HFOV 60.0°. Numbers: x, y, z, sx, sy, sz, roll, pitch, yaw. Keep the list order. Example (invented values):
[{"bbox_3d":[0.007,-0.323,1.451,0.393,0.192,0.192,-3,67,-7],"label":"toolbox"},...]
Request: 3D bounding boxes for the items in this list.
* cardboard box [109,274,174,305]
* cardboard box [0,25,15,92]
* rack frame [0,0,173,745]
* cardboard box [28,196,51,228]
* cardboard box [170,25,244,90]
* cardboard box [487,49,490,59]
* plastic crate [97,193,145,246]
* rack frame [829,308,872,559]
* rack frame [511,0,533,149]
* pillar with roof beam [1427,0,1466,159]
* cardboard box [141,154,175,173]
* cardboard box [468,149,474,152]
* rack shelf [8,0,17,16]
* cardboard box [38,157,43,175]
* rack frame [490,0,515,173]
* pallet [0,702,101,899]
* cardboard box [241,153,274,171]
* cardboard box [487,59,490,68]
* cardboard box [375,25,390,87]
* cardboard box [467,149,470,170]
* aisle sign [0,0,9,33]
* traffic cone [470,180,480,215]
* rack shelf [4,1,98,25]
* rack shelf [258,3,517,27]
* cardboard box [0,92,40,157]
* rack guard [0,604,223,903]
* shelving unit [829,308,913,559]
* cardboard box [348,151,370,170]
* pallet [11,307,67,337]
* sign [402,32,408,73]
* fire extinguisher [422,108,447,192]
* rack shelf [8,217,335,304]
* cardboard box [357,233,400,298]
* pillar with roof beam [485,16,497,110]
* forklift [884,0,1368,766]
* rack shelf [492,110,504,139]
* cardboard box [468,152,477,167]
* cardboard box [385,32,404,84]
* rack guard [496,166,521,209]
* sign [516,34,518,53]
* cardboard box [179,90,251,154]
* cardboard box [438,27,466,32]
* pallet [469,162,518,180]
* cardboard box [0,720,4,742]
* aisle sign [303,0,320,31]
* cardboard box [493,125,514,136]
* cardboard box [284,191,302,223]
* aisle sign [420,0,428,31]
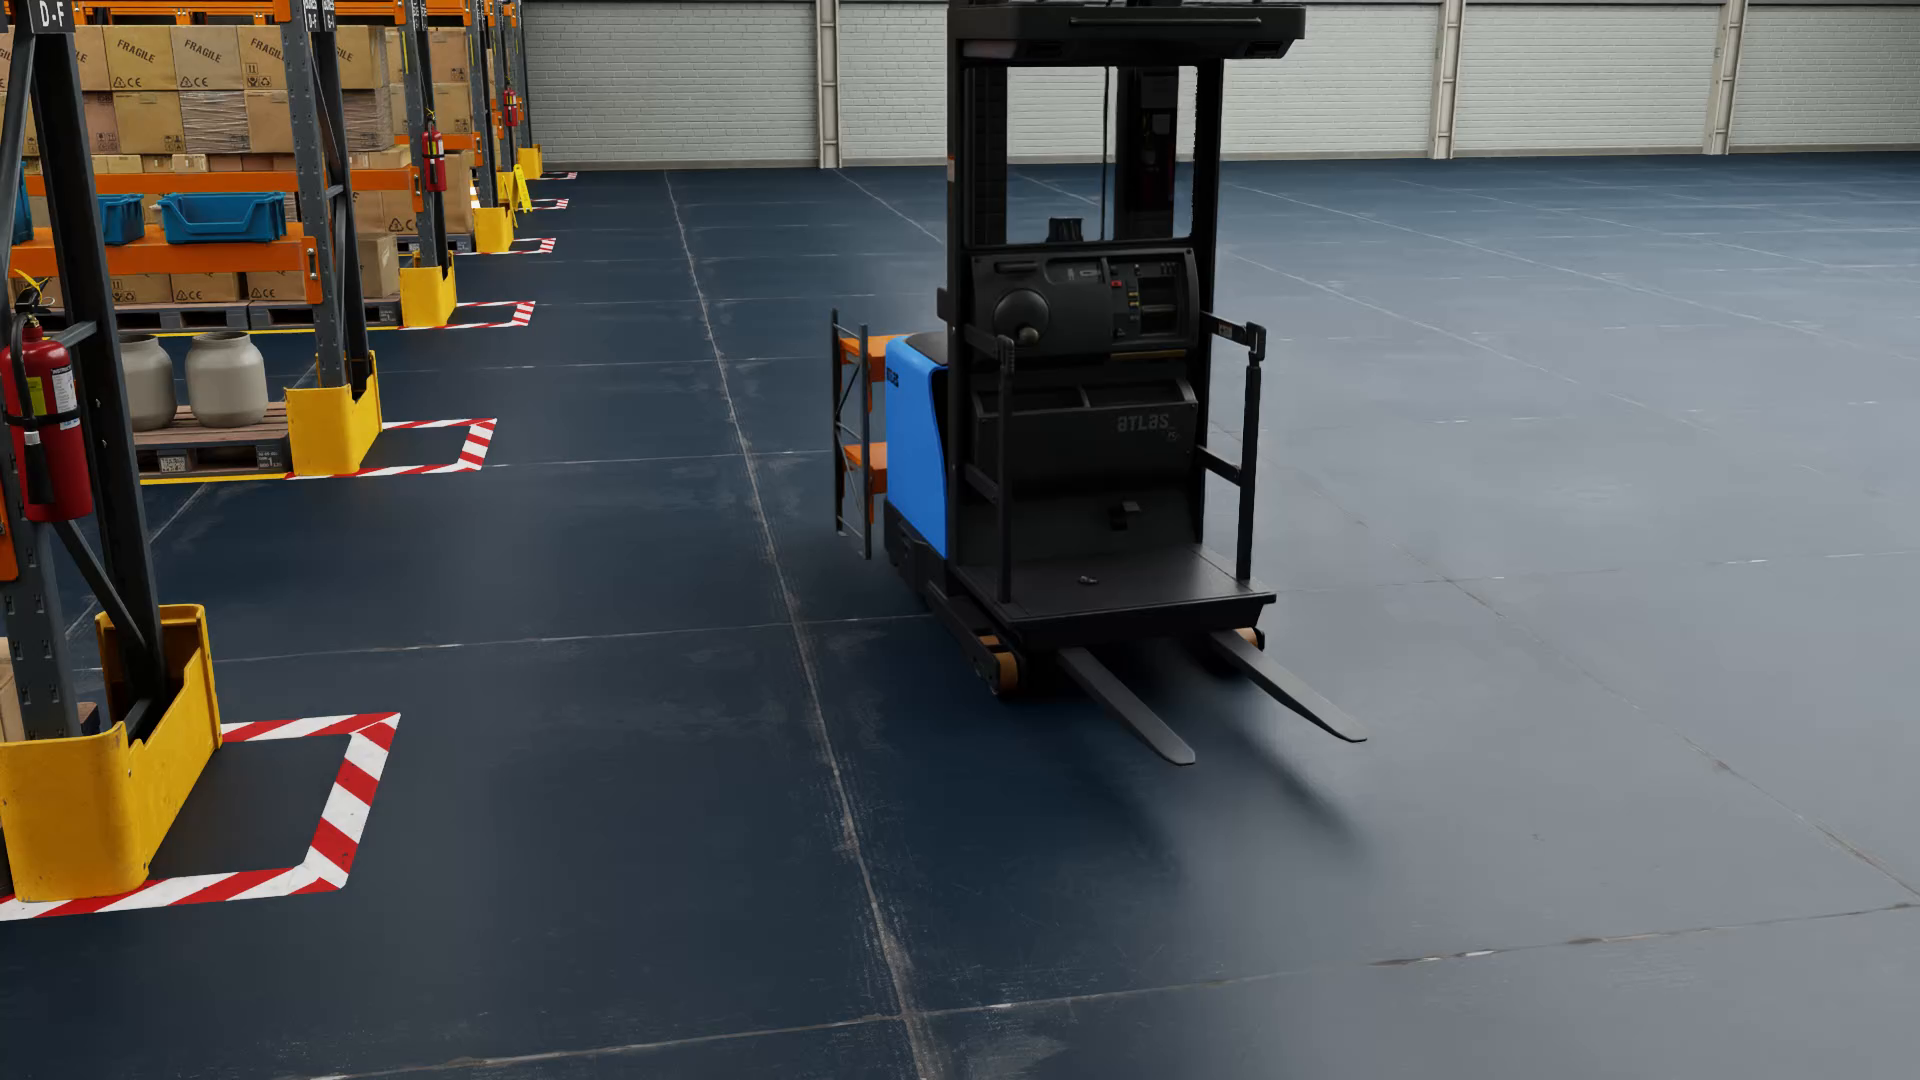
[{"bbox_3d":[-6.958,-2.298,14.146,0.500,0.500,0.500,-5,18,-15],"label":"cardboard box"},{"bbox_3d":[-7.533,-3.838,13.238,0.500,0.500,0.500,-3,17,-10],"label":"cardboard box"},{"bbox_3d":[-2.711,-0.557,4.935,0.127,3.000,1.000,-3,17,-10],"label":"rack frame"},{"bbox_3d":[-9.948,-3.690,18.253,0.750,0.750,1.050,-3,17,-11],"label":"cardboard box"},{"bbox_3d":[-6.061,-3.922,13.512,0.500,0.500,0.500,-3,17,-10],"label":"cardboard box"},{"bbox_3d":[-7.960,-8.097,27.703,0.250,0.149,0.380,-3,17,-10],"label":"cardboard box"},{"bbox_3d":[-4.720,-1.765,9.123,0.408,0.251,0.499,-3,17,-10],"label":"plastic crate"},{"bbox_3d":[-0.527,-0.515,7.993,0.032,1.125,0.500,-7,18,-20],"label":"rack frame"},{"bbox_3d":[-7.412,-7.700,28.193,0.127,3.000,1.000,-3,17,-10],"label":"rack frame"},{"bbox_3d":[10.224,-10.550,27.255,0.400,9.000,9.100,-3,17,-10],"label":"pillar with roof beam"},{"bbox_3d":[-6.538,-3.109,13.674,0.250,0.149,0.380,-3,17,-10],"label":"cardboard box"},{"bbox_3d":[-8.325,-6.683,27.999,0.500,0.250,0.500,-3,17,-11],"label":"cardboard box"},{"bbox_3d":[-4.674,-1.535,4.238,4.000,0.370,1.077,-3,17,-10],"label":"rack shelf"},{"bbox_3d":[-7.260,-3.046,13.467,0.250,0.149,0.380,-3,17,-10],"label":"cardboard box"},{"bbox_3d":[-6.466,-6.269,23.535,0.127,3.000,1.000,-3,17,-10],"label":"rack frame"},{"bbox_3d":[-3.454,0.831,5.167,1.213,0.211,1.003,-3,17,-10],"label":"pallet"},{"bbox_3d":[-5.810,-3.163,13.849,0.250,0.149,0.380,-3,17,-10],"label":"cardboard box"},{"bbox_3d":[-7.944,-7.935,27.683,0.250,0.149,0.380,-3,17,-10],"label":"cardboard box"},{"bbox_3d":[-5.178,-4.128,14.185,0.500,0.500,0.500,-3,17,-10],"label":"cardboard box"},{"bbox_3d":[-7.334,-5.547,23.875,0.500,0.500,0.500,-4,17,-12],"label":"cardboard box"},{"bbox_3d":[-2.591,-1.718,4.290,0.004,0.787,0.394,-3,17,-10],"label":"aisle sign"},{"bbox_3d":[-6.644,-4.661,22.619,0.334,0.463,0.336,-3,17,-10],"label":"traffic cone"},{"bbox_3d":[-11.319,-5.604,17.484,4.000,0.370,1.077,-3,17,-10],"label":"rack shelf"},{"bbox_3d":[-9.375,-8.679,27.495,4.000,0.370,1.077,-3,17,-10],"label":"rack shelf"},{"bbox_3d":[-7.563,-3.405,13.531,0.500,0.500,0.875,-3,17,-10],"label":"cardboard box"},{"bbox_3d":[-2.687,0.637,5.307,0.348,0.500,1.175,-3,17,-10],"label":"rack guard"},{"bbox_3d":[-0.054,-0.570,8.170,1.048,1.125,0.538,-7,18,-20],"label":"shelving unit"},{"bbox_3d":[-5.073,-3.203,13.980,0.250,0.149,0.380,-3,17,-10],"label":"cardboard box"},{"bbox_3d":[-7.861,-1.904,14.073,1.213,0.211,1.003,-3,17,-10],"label":"pallet"},{"bbox_3d":[-4.501,-3.956,13.493,0.005,0.325,0.100,-3,17,-10],"label":"sign"},{"bbox_3d":[-4.387,-3.249,13.833,0.183,0.674,0.296,-3,17,-10],"label":"fire extinguisher"},{"bbox_3d":[-5.610,-1.529,9.328,4.000,0.370,1.077,-3,17,-10],"label":"rack shelf"},{"bbox_3d":[-5.203,-2.388,14.441,0.500,0.500,0.500,0,17,0],"label":"cardboard box"},{"bbox_3d":[-7.450,-9.548,23.991,0.400,9.000,9.100,-3,17,-10],"label":"pillar with roof beam"},{"bbox_3d":[0.559,-0.941,6.303,1.130,2.935,3.031,-5,18,-16],"label":"forklift"},{"bbox_3d":[-8.430,-5.814,23.278,4.000,0.370,1.077,-3,17,-10],"label":"rack shelf"},{"bbox_3d":[-8.303,-6.444,28.072,0.500,0.250,0.500,-3,17,-10],"label":"cardboard box"},{"bbox_3d":[-6.322,-5.369,18.509,0.550,0.550,0.875,-3,17,-10],"label":"cardboard box"},{"bbox_3d":[-6.541,-5.070,23.888,0.348,0.500,1.175,-3,17,-10],"label":"rack guard"},{"bbox_3d":[-7.322,-8.210,27.476,0.005,0.325,0.100,-3,17,-10],"label":"sign"},{"bbox_3d":[-6.099,-3.502,13.848,0.500,0.500,0.875,-3,17,-10],"label":"cardboard box"},{"bbox_3d":[-6.926,-6.846,23.032,0.500,0.500,0.700,-4,17,-12],"label":"cardboard box"},{"bbox_3d":[-8.155,-6.312,28.424,1.213,0.211,1.003,-3,17,-10],"label":"pallet"},{"bbox_3d":[-3.181,0.672,4.903,0.500,0.250,0.500,-3,17,-10],"label":"cardboard box"},{"bbox_3d":[-3.520,-3.146,8.937,0.004,0.787,0.394,-3,17,-10],"label":"aisle sign"},{"bbox_3d":[-7.805,-6.949,28.012,0.500,0.250,0.500,-3,17,-9],"label":"cardboard box"},{"bbox_3d":[-7.840,-3.876,18.648,0.875,0.875,0.875,-3,17,-10],"label":"cardboard box"},{"bbox_3d":[-4.582,-4.745,14.145,0.004,0.787,0.394,-3,17,-10],"label":"aisle sign"}]
